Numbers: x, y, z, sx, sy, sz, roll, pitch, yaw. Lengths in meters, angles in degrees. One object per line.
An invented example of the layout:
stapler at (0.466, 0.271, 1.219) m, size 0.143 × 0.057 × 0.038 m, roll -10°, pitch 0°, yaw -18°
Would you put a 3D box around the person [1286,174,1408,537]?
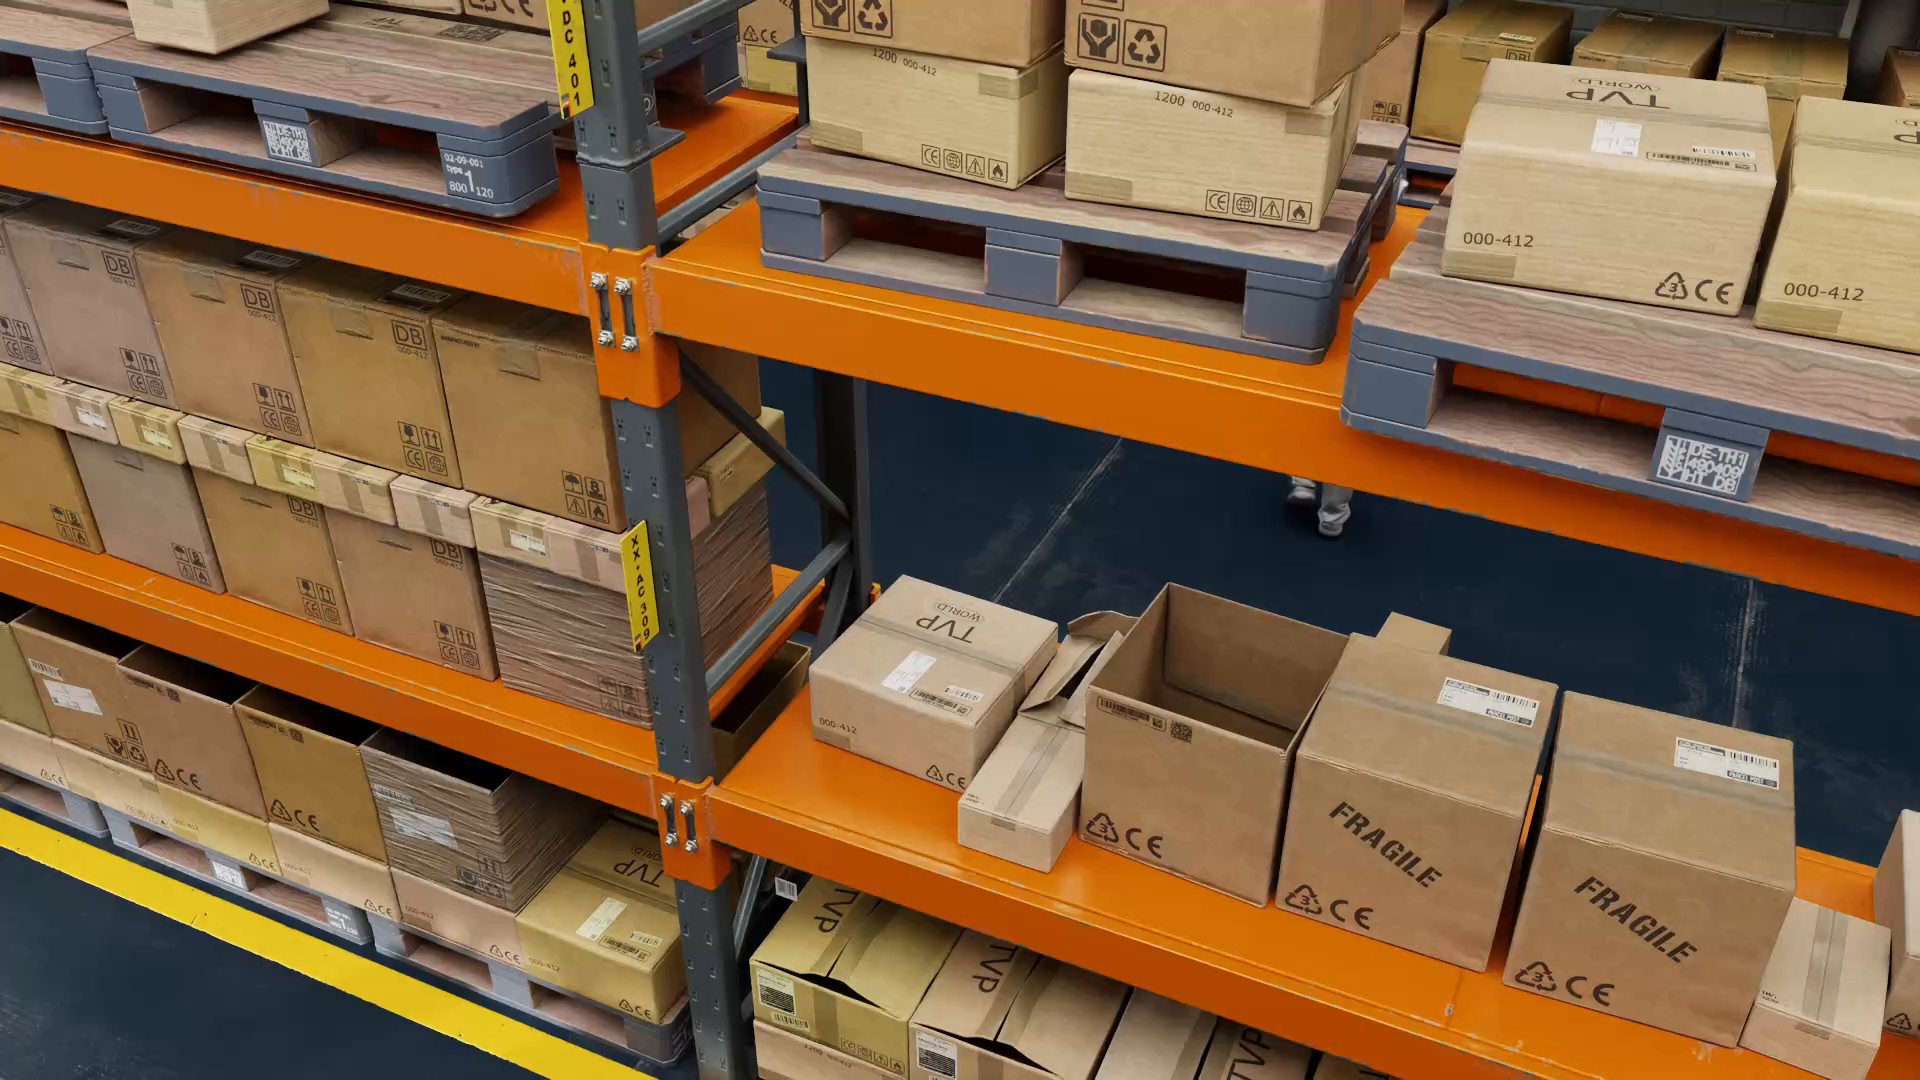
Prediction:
person at (1.715, -0.844, 7.396) m, size 0.635 × 1.805 × 0.457 m, roll 14°, pitch 36°, yaw 20°
